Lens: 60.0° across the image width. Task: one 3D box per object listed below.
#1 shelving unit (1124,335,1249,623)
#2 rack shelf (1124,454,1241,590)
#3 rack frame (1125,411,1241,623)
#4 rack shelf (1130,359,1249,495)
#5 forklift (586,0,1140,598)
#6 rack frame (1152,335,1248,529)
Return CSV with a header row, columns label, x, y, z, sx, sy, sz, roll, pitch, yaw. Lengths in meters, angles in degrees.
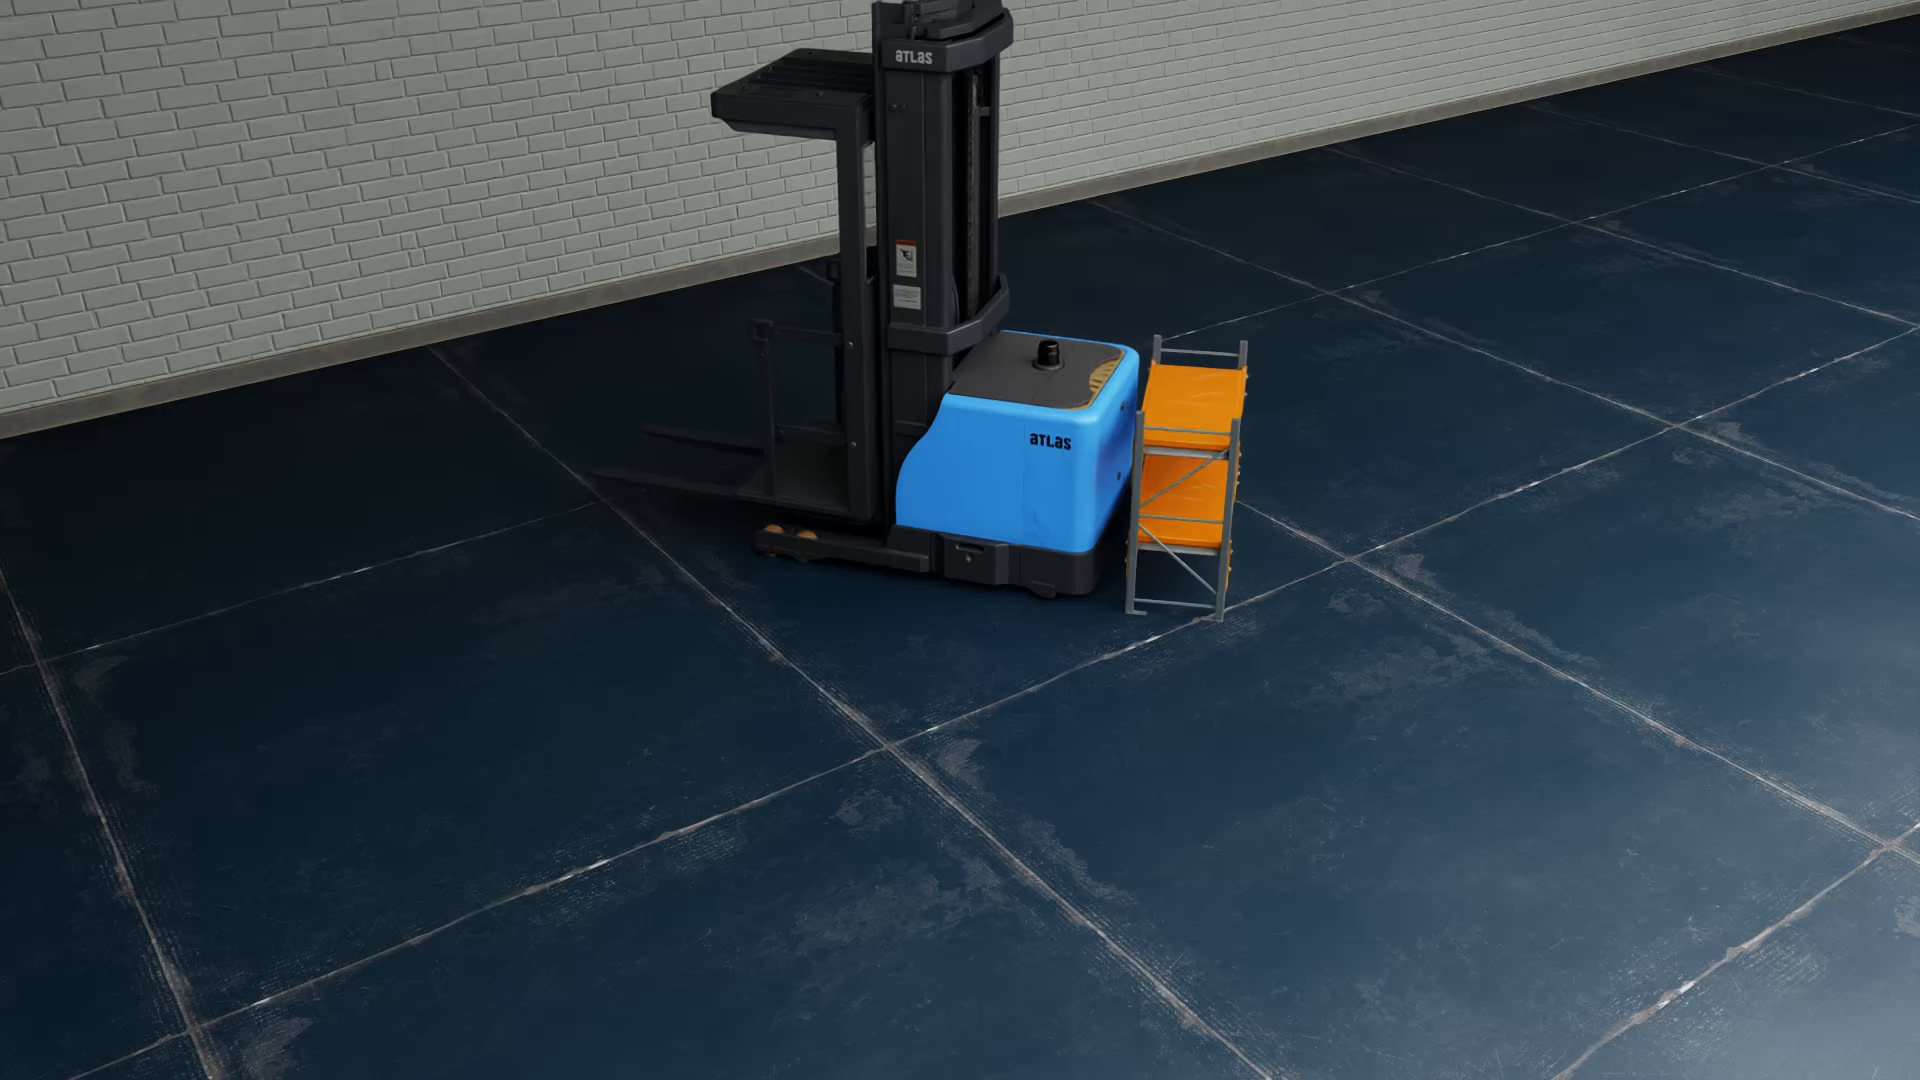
label,x,y,z,sx,sy,sz,roll,pitch,yaw
shelving unit,1.190,-0.340,8.698,0.538,1.125,1.048,5,29,9
rack shelf,1.190,-0.125,8.815,0.538,0.278,1.000,5,29,9
rack frame,1.097,-0.102,8.259,0.500,1.125,0.032,5,29,9
rack shelf,1.190,-0.597,8.558,0.538,0.278,1.000,5,29,9
forklift,-0.599,-1.398,8.753,3.031,2.935,1.130,9,30,17
rack frame,1.284,-0.579,9.137,0.500,1.125,0.032,5,29,9
